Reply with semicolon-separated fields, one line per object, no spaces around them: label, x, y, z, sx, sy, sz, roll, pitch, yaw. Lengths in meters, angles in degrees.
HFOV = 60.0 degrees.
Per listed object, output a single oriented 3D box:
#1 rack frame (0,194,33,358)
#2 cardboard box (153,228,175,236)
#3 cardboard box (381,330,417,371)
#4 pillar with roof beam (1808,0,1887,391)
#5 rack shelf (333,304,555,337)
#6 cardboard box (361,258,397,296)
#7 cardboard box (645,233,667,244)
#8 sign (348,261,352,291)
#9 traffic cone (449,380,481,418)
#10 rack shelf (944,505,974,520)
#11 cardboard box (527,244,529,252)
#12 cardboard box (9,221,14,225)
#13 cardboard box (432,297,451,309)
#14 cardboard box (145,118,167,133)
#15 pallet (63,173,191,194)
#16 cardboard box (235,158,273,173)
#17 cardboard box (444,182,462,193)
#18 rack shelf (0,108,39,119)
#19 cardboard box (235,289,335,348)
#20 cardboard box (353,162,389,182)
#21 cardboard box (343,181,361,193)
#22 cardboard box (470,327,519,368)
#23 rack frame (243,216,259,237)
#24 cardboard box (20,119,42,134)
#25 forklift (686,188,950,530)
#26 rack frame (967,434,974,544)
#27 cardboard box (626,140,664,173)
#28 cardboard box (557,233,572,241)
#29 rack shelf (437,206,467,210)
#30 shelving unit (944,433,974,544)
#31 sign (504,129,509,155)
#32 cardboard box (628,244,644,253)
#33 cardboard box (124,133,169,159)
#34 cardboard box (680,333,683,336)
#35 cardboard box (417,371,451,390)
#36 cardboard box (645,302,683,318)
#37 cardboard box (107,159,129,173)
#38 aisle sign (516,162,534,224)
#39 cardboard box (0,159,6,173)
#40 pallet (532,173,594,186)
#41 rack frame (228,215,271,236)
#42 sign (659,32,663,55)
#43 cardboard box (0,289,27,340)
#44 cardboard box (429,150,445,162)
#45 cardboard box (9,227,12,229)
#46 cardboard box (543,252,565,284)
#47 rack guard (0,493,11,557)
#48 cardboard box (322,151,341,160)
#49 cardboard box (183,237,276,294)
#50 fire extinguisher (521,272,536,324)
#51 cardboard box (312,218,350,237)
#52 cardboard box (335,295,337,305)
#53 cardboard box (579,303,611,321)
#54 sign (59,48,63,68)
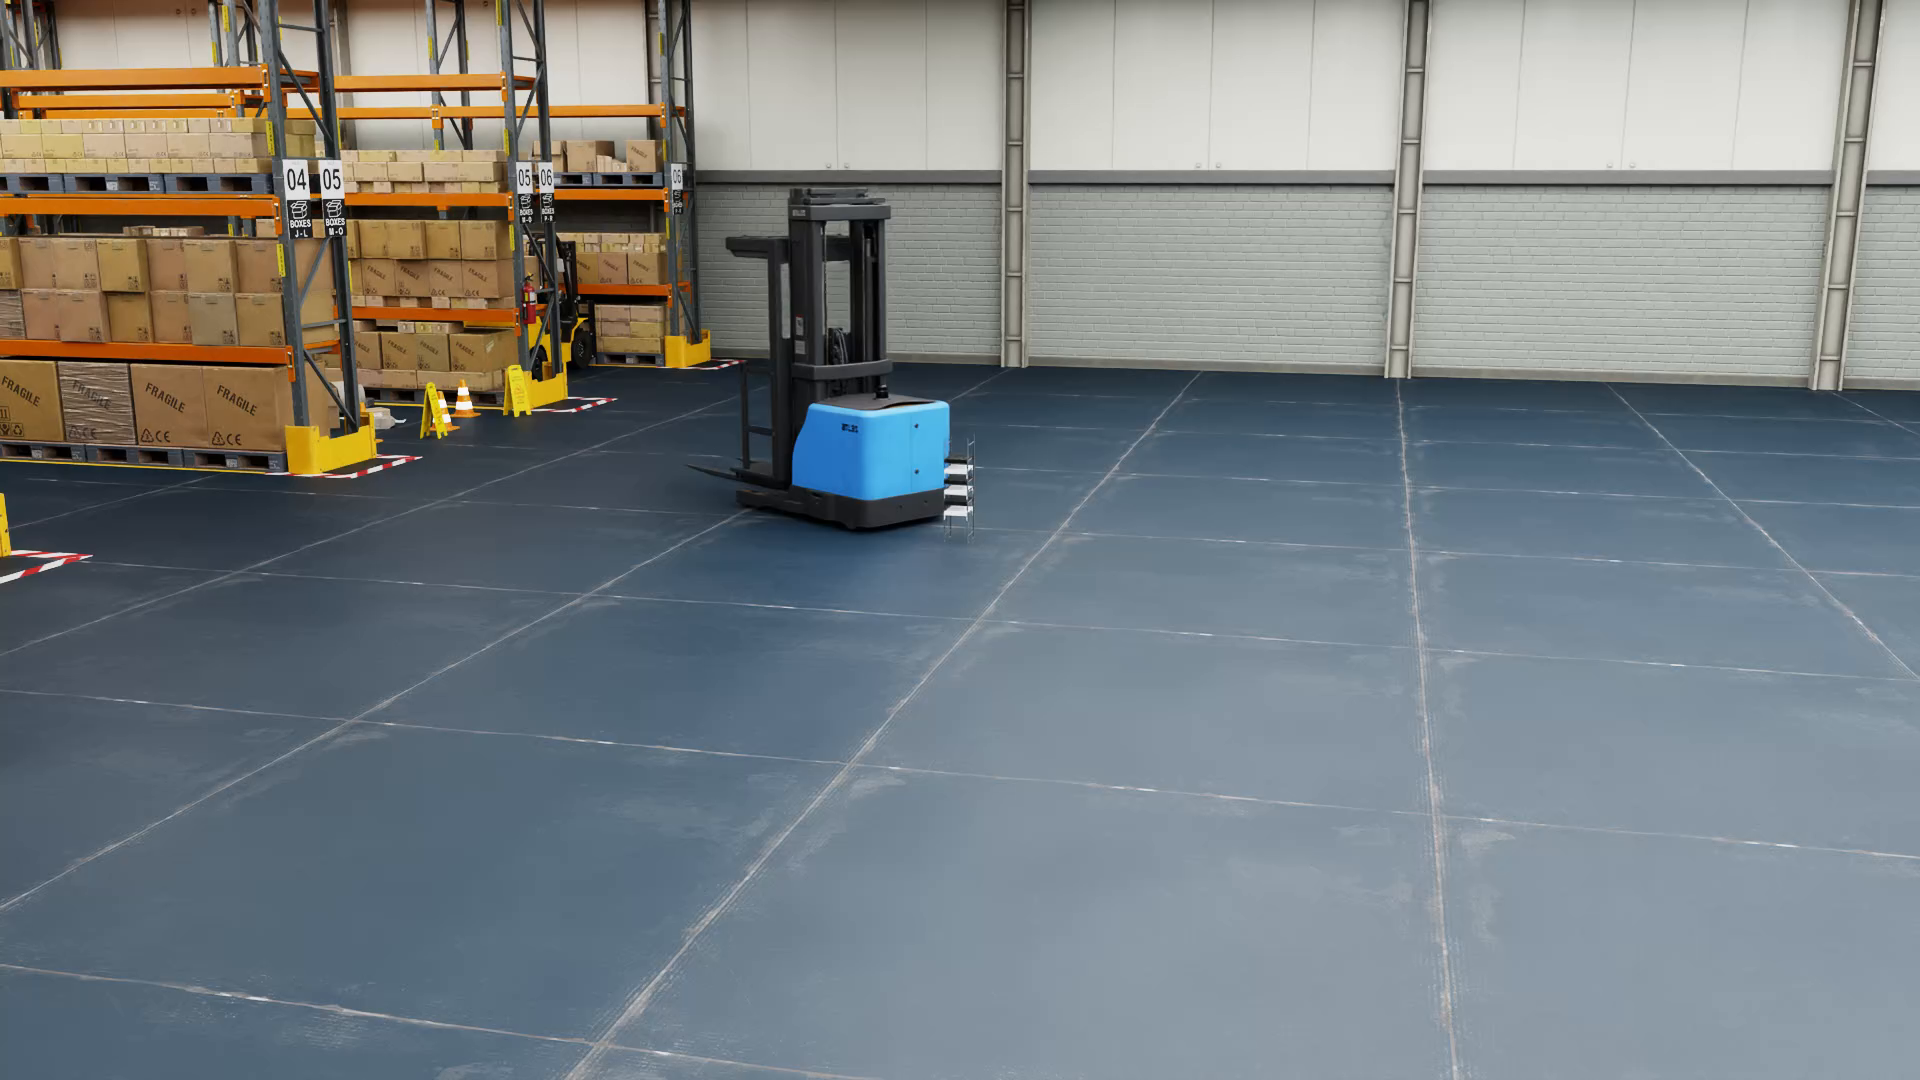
rack frame;-10.636;-2.481;18.493;0.127;3.000;1.000;3;13;14
cardboard box;-10.995;-4.262;23.134;0.250;0.149;0.380;2;13;11
cardboard box;-7.501;-2.590;22.627;0.500;0.500;0.500;3;13;12
pillar with roof beam;11.505;-5.679;19.055;0.400;9.000;9.100;3;13;14
rack shelf;-7.607;-3.073;22.818;4.000;0.370;1.077;3;13;14
cardboard box;-7.715;-3.568;22.474;0.500;0.500;0.500;3;13;14
cardboard box;-4.877;-4.849;26.749;0.250;0.149;0.380;3;13;14
sign;-6.614;-2.851;17.979;0.005;0.325;0.100;3;13;14
traffic cone;-6.391;-1.833;21.425;0.334;0.463;0.336;3;13;14
rack shelf;-0.008;-0.231;14.184;0.200;0.077;0.258;3;13;14
cardboard box;-6.880;-4.793;27.182;0.250;0.149;0.380;3;13;12
cardboard box;-17.512;-5.558;30.288;0.500;0.500;0.500;3;13;12
cardboard box;-6.853;-3.186;22.250;0.250;0.149;0.380;3;13;15
cardboard box;-8.146;-4.258;17.112;0.250;0.149;0.380;3;13;14
pallet;-8.664;-3.794;17.689;1.213;0.211;1.003;3;13;14
cardboard box;-7.157;-3.815;16.960;0.250;0.149;0.380;3;13;13
cardboard box;-6.578;-4.648;21.915;0.250;0.149;0.380;3;13;15
rack shelf;-15.374;-6.221;24.083;4.000;0.370;1.077;3;13;14
cardboard box;-7.124;-2.357;17.585;0.550;0.550;0.875;3;13;14
cardboard box;-7.710;-4.904;22.147;0.500;0.250;0.500;3;13;14
cardboard box;-8.074;-4.716;22.220;0.250;0.149;0.380;3;13;12
cardboard box;-6.405;-2.650;22.899;0.500;0.500;0.500;3;13;12
rack frame;-9.548;-3.528;23.208;0.127;3.000;1.000;3;13;14
cardboard box;-9.624;-4.337;17.468;0.250;0.149;0.380;3;13;13
forklift;-1.457;-1.775;15.468;1.130;2.935;3.031;-12;17;-42
rack frame;0.091;-0.434;14.114;0.006;0.900;0.240;3;13;14
cardboard box;-4.967;-6.103;26.459;0.500;0.500;0.500;3;13;15
cardboard box;-6.368;-4.927;27.102;0.250;0.149;0.380;3;13;14
rack shelf;-10.304;-5.789;28.135;4.000;0.370;1.077;3;13;14
shelving unit;-0.008;-0.440;14.138;0.210;0.900;0.258;3;13;14
sign;-5.817;-5.101;21.330;0.005;0.325;0.100;3;13;14
cardboard box;-5.138;-4.696;26.744;0.250;0.149;0.380;3;13;14
cardboard box;-8.267;-4.083;17.246;0.500;0.250;0.500;3;13;13
cardboard box;-4.909;-3.293;27.531;0.500;0.250;0.500;3;13;14
cardboard box;-7.015;-2.197;22.588;0.500;0.250;0.500;3;13;14
cardboard box;-4.901;-3.780;27.414;0.500;0.250;0.500;3;13;13
cardboard box;-8.637;-3.895;17.317;0.250;0.149;0.380;3;13;14
aisle sign;-5.674;-4.525;21.702;0.004;0.787;0.394;3;13;14
cardboard box;-10.112;-3.974;17.673;0.250;0.149;0.380;3;13;14
pallet;-6.348;-5.890;27.136;1.213;0.211;1.003;3;13;14
rack frame;-12.246;-4.779;28.849;0.127;3.000;1.000;3;13;14
sign;-4.623;-7.674;25.708;0.005;0.325;0.100;3;13;14
cardboard box;-10.275;-2.538;18.401;0.550;0.550;0.875;3;13;14
cardboard box;-6.791;-5.061;21.935;0.250;0.149;0.380;3;13;14
cardboard box;-13.997;-4.244;23.898;0.500;0.500;0.500;3;13;12
cardboard box;-6.510;-4.462;27.190;0.500;0.500;0.500;3;13;14
rack guard;-8.113;-0.020;13.168;0.348;0.500;1.175;3;13;14
cardboard box;-8.306;-5.129;22.241;0.250;0.149;0.380;3;13;12
cardboard box;-7.660;-2.911;17.589;0.550;0.550;0.875;3;13;14
fire extinguisher;-5.664;-3.179;21.817;0.183;0.674;0.296;3;13;14
cardboard box;-8.683;-4.110;22.608;0.500;0.500;0.700;3;13;14
cardboard box;-8.298;-3.284;22.691;0.250;0.149;0.380;3;13;13
cardboard box;-5.990;-3.722;27.157;0.500;0.250;0.500;3;13;14
sign;-16.002;-8.566;29.544;0.005;0.325;0.100;3;13;14
